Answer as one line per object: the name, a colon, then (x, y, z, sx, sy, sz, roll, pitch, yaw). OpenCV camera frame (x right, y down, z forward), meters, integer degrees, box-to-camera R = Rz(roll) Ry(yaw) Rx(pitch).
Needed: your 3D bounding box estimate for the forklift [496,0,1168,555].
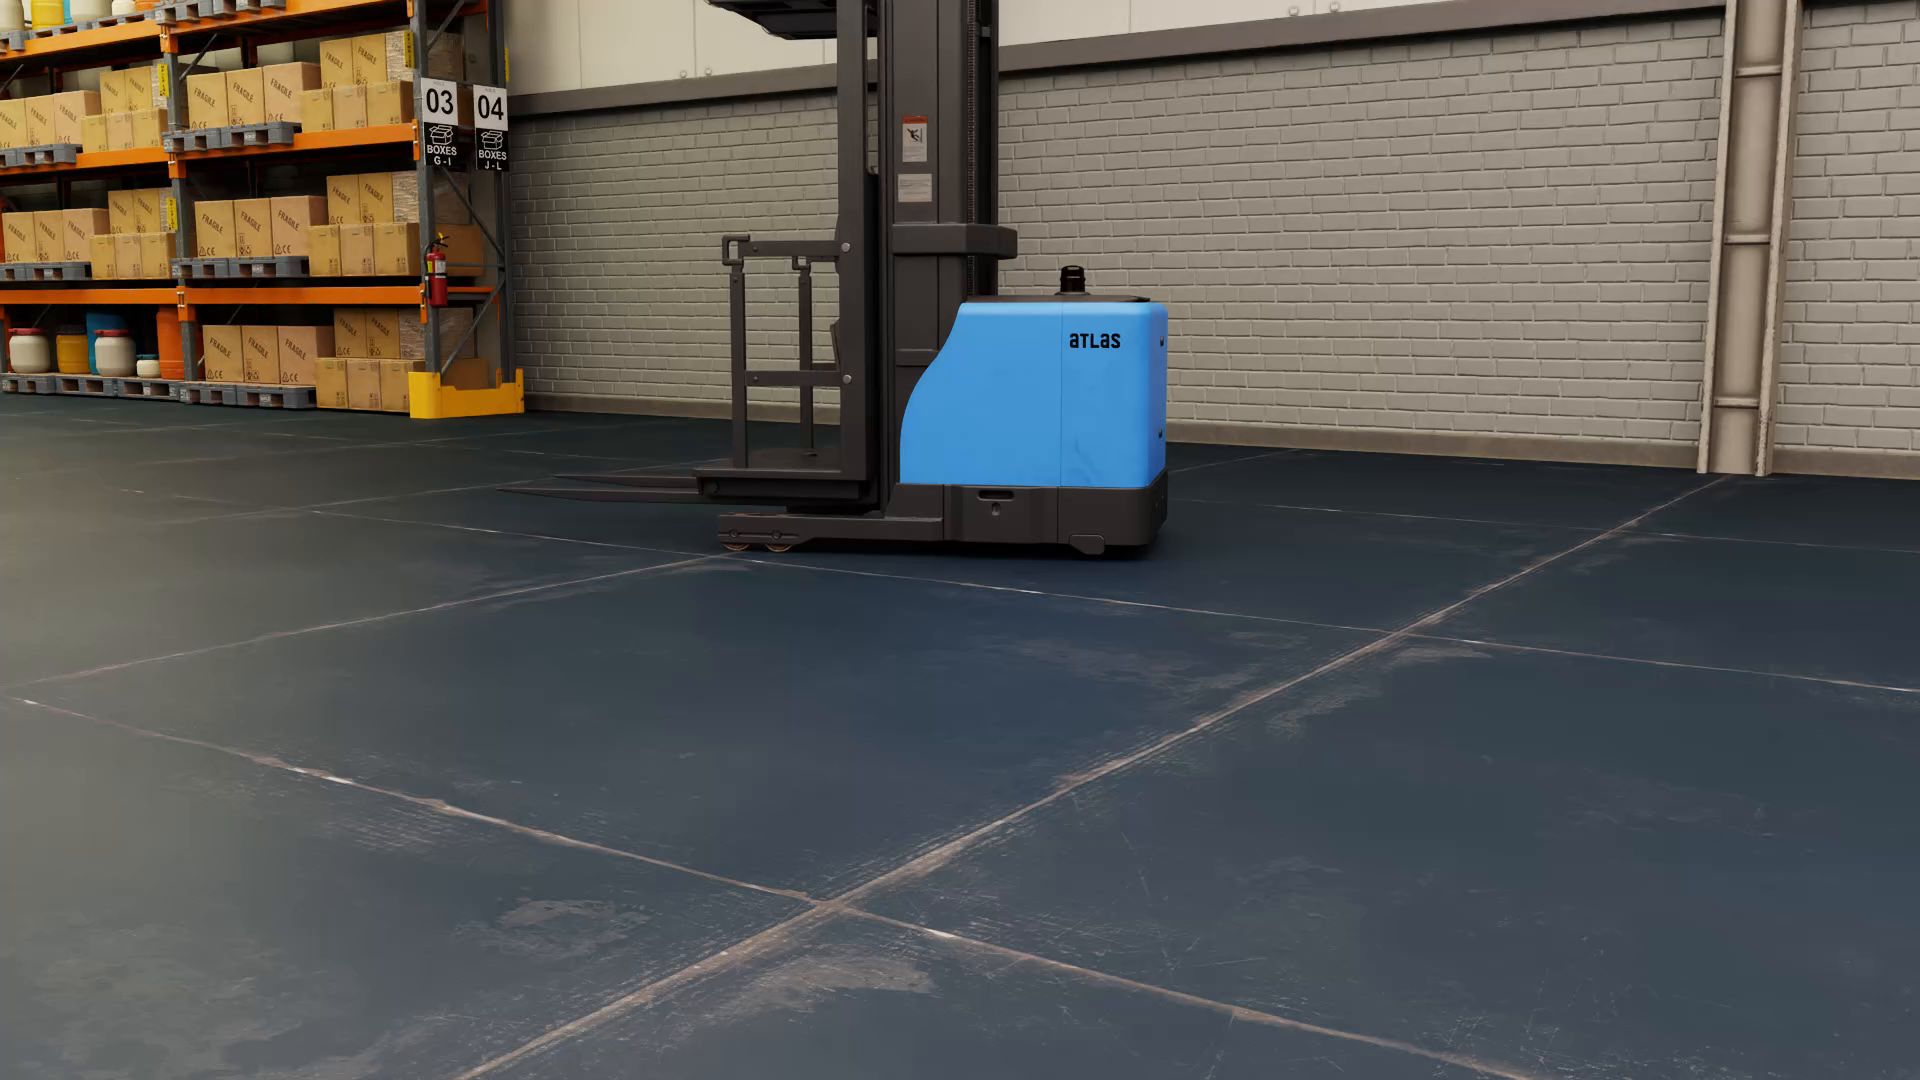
forklift: (-0.596, -1.469, 7.520, 3.031, 2.935, 1.130, 2, 8, 12)
